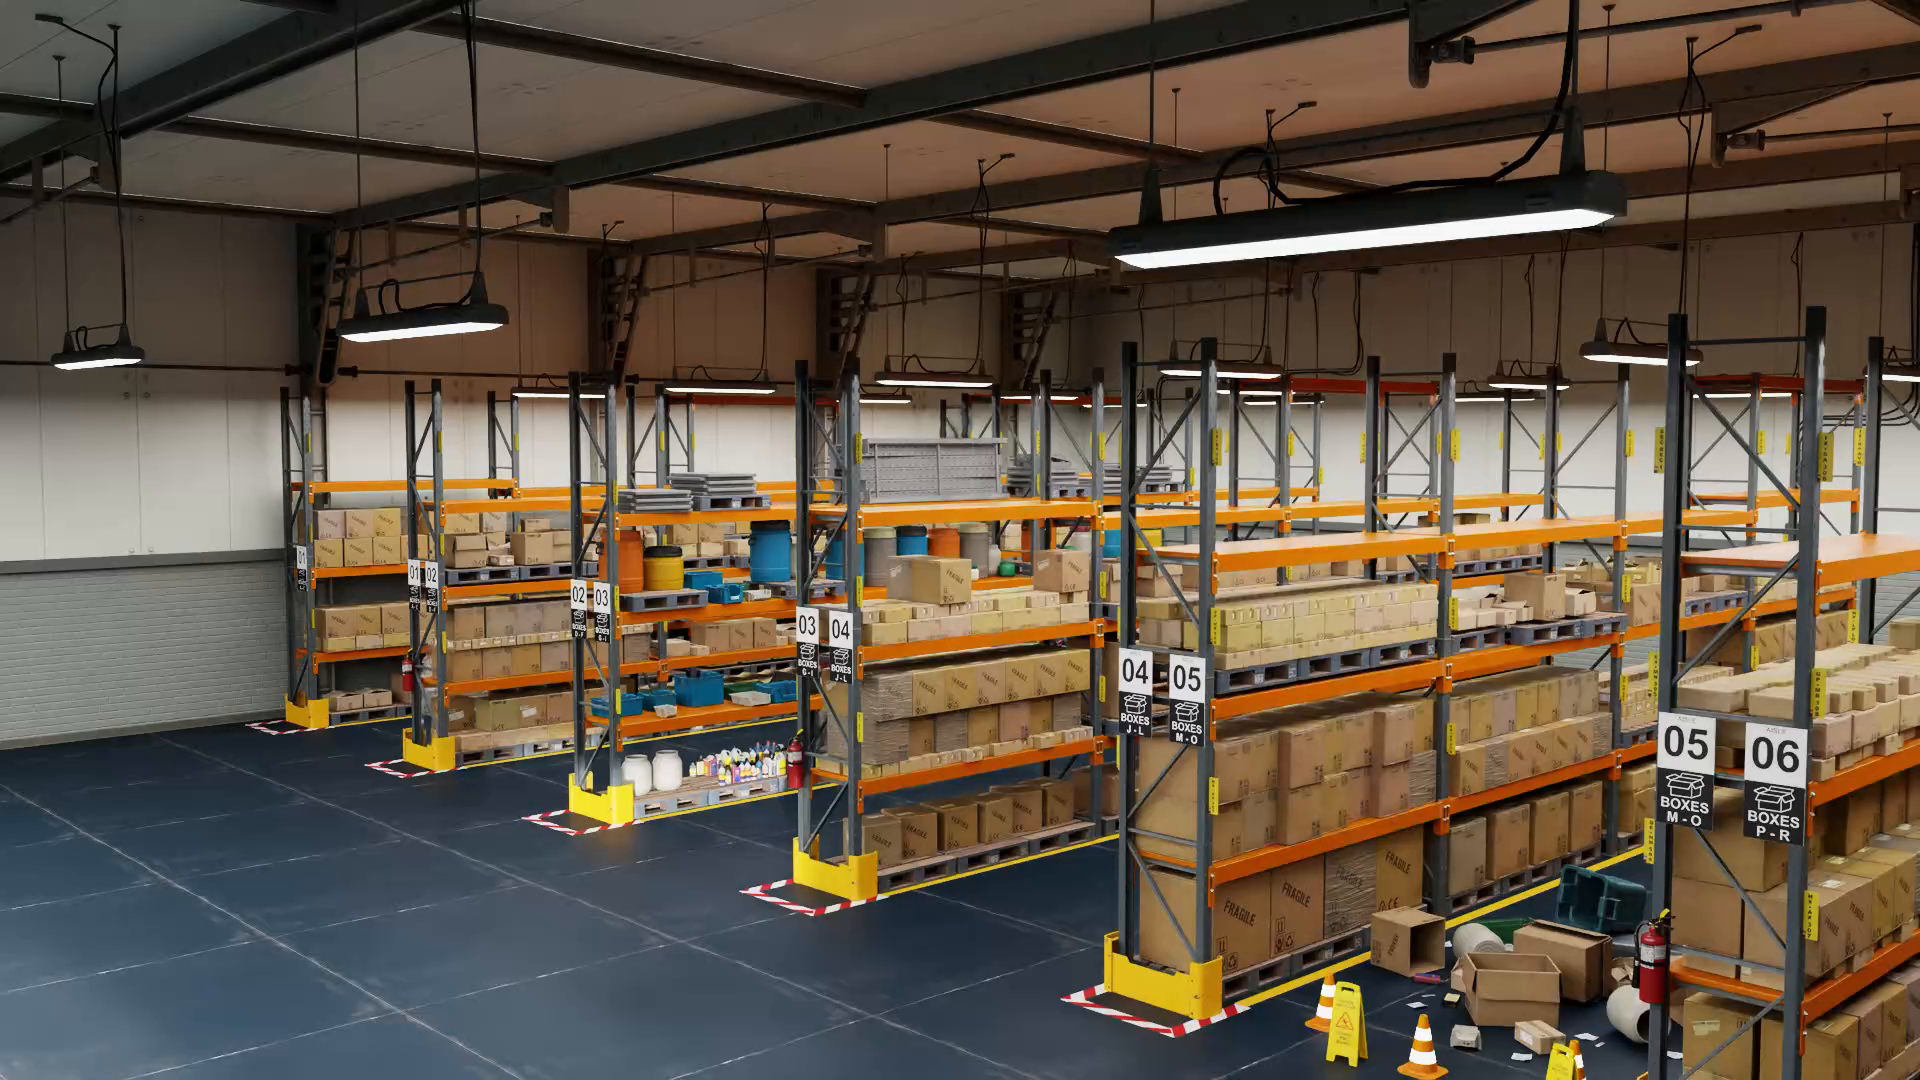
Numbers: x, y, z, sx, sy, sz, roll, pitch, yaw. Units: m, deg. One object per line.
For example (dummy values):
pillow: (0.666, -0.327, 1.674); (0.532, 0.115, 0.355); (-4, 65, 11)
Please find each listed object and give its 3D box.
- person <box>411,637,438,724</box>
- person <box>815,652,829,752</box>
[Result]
person: (-8.747, 2.524, 27.646); (0.669, 1.836, 0.827); (3, 5, 43)
person: (-2.285, 2.568, 26.786); (0.644, 1.749, 0.642); (3, 5, 36)
